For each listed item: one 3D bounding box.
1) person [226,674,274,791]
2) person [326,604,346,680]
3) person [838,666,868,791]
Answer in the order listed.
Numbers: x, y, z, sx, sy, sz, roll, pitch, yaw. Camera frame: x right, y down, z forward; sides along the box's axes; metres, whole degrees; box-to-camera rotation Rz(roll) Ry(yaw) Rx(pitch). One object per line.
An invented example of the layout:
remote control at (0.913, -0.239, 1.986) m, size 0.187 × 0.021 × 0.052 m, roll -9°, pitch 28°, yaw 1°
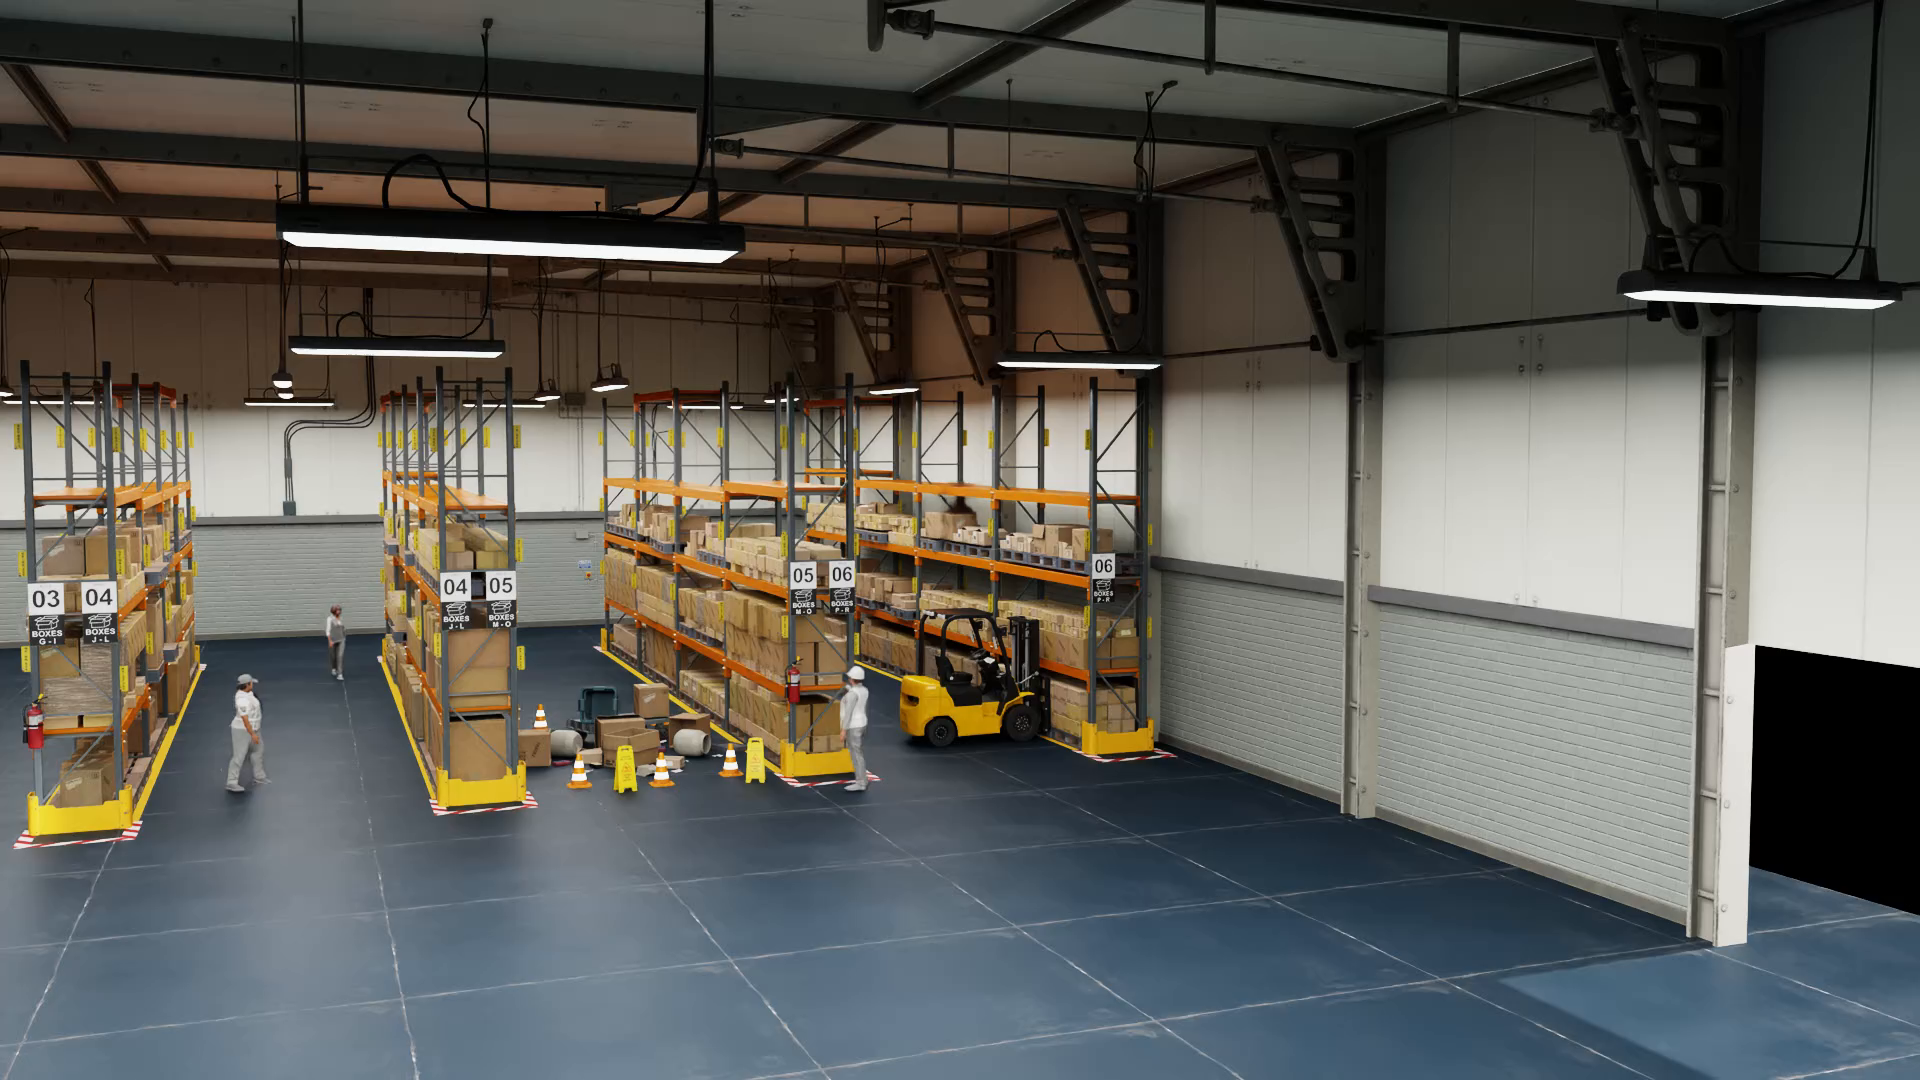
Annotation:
person at (-10.228, 2.756, 23.896) m, size 0.513 × 1.693 × 0.686 m, roll 0°, pitch 3°, yaw -6°
person at (-13.057, 2.123, 34.804) m, size 0.398 × 1.557 × 0.823 m, roll -1°, pitch 4°, yaw -22°
person at (-1.511, 2.697, 23.722) m, size 0.410 × 1.800 × 0.616 m, roll 1°, pitch 4°, yaw 11°
